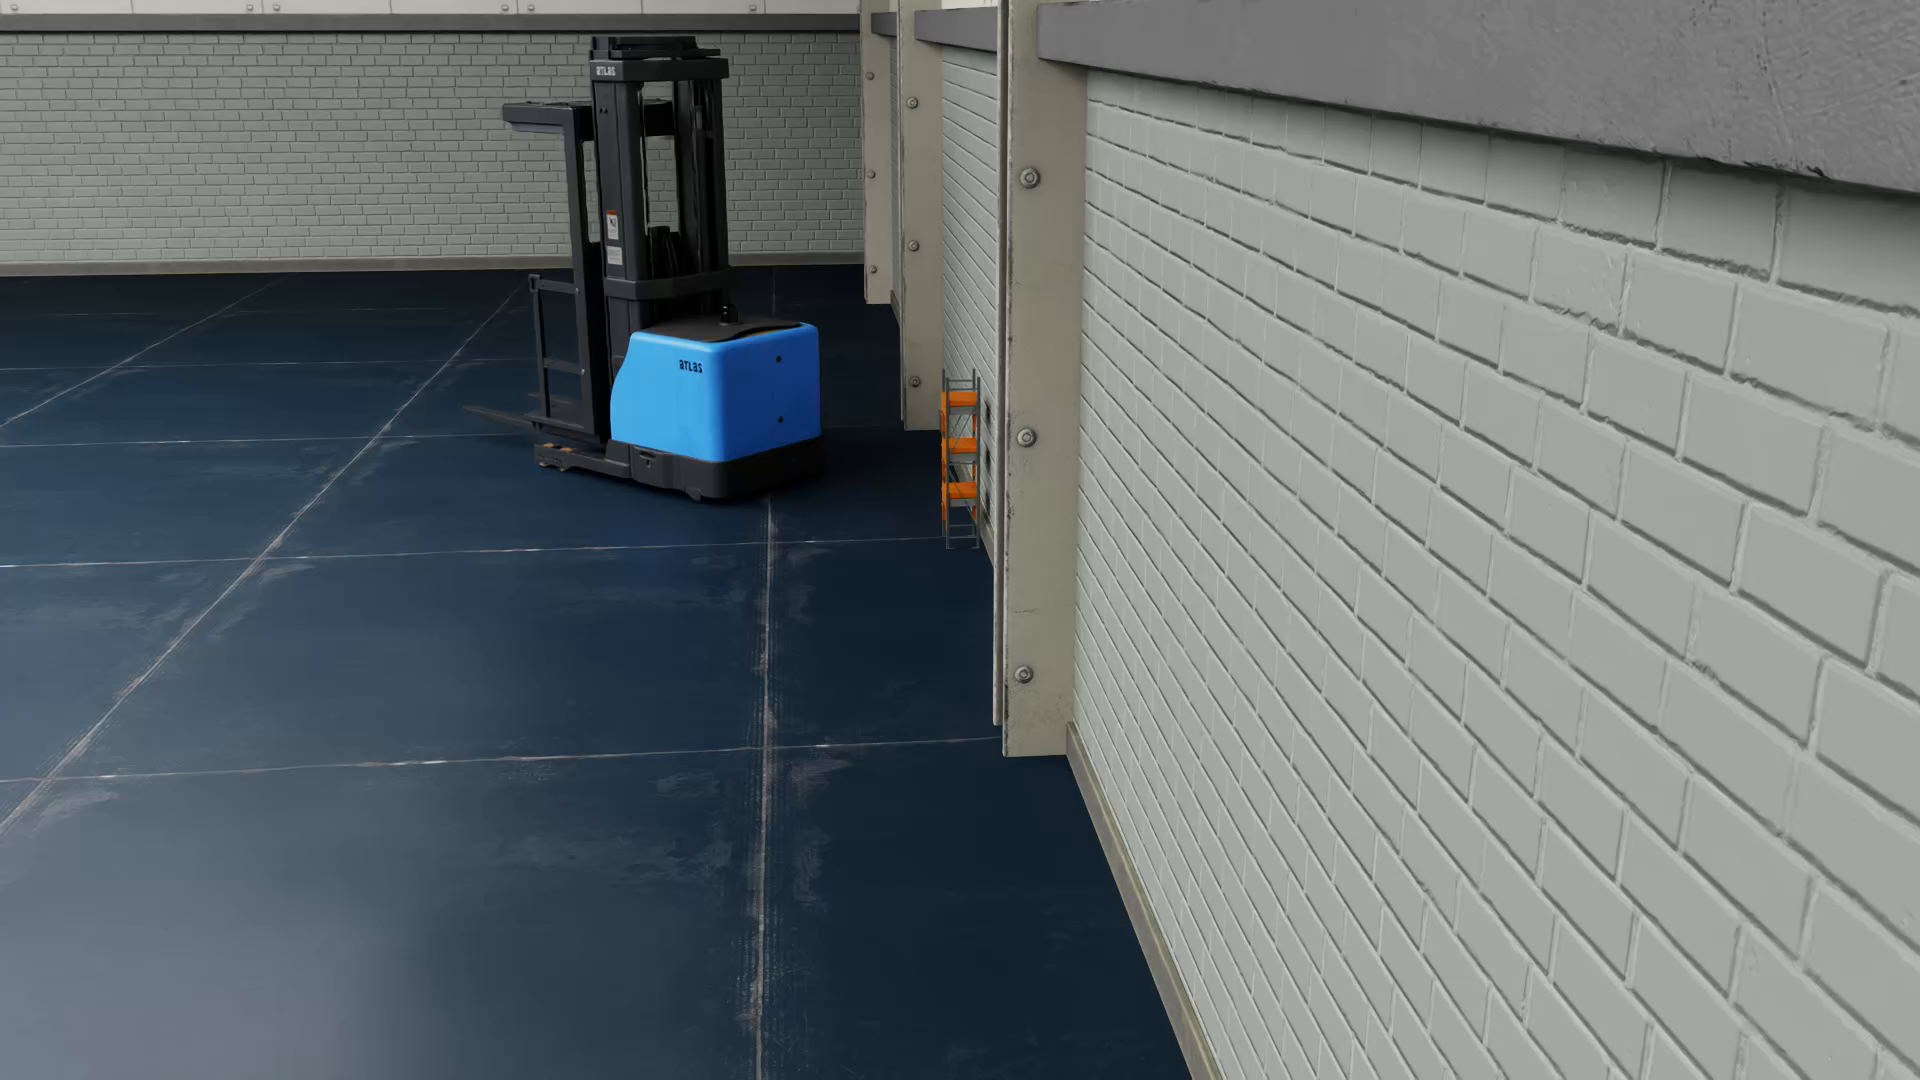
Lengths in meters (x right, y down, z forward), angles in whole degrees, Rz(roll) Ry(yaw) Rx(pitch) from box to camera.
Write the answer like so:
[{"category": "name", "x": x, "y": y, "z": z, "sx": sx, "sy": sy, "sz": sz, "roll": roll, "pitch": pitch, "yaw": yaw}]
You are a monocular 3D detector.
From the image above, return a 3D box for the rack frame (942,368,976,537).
[{"category": "rack frame", "x": -0.007, "y": -0.521, "z": 10.085, "sx": 0.200, "sy": 1.050, "sz": 0.008, "roll": -2, "pitch": 18, "yaw": -6}]

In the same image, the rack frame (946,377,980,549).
[{"category": "rack frame", "x": 0.018, "y": -0.449, "z": 9.853, "sx": 0.200, "sy": 1.050, "sz": 0.008, "roll": -2, "pitch": 18, "yaw": -6}]

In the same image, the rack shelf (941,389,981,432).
[{"category": "rack shelf", "x": 0.006, "y": -0.746, "z": 9.887, "sx": 0.215, "sy": 0.259, "sz": 0.240, "roll": -2, "pitch": 18, "yaw": -6}]

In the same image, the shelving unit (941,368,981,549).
[{"category": "shelving unit", "x": 0.006, "y": -0.485, "z": 9.969, "sx": 0.215, "sy": 1.050, "sz": 0.252, "roll": -2, "pitch": 18, "yaw": -6}]

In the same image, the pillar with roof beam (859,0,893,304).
[{"category": "pillar with roof beam", "x": -5.196, "y": -6.861, "z": 17.009, "sx": 9.100, "sy": 9.000, "sz": 0.400, "roll": -2, "pitch": 18, "yaw": -6}]

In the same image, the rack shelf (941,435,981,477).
[{"category": "rack shelf", "x": 0.006, "y": -0.475, "z": 9.972, "sx": 0.215, "sy": 0.259, "sz": 0.240, "roll": -2, "pitch": 18, "yaw": -6}]

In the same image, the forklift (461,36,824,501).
[{"category": "forklift", "x": -2.408, "y": -1.992, "z": 11.629, "sx": 3.031, "sy": 2.935, "sz": 1.130, "roll": 13, "pitch": 22, "yaw": 37}]

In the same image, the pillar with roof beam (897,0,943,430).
[{"category": "pillar with roof beam", "x": -4.577, "y": -5.074, "z": 11.315, "sx": 9.100, "sy": 9.000, "sz": 0.400, "roll": -2, "pitch": 18, "yaw": -6}]

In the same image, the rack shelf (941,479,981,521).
[{"category": "rack shelf", "x": 0.006, "y": -0.210, "z": 10.055, "sx": 0.215, "sy": 0.259, "sz": 0.240, "roll": -2, "pitch": 18, "yaw": -6}]

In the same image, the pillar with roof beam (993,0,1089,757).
[{"category": "pillar with roof beam", "x": -3.958, "y": -3.286, "z": 5.621, "sx": 9.100, "sy": 9.000, "sz": 0.400, "roll": -2, "pitch": 18, "yaw": -6}]
